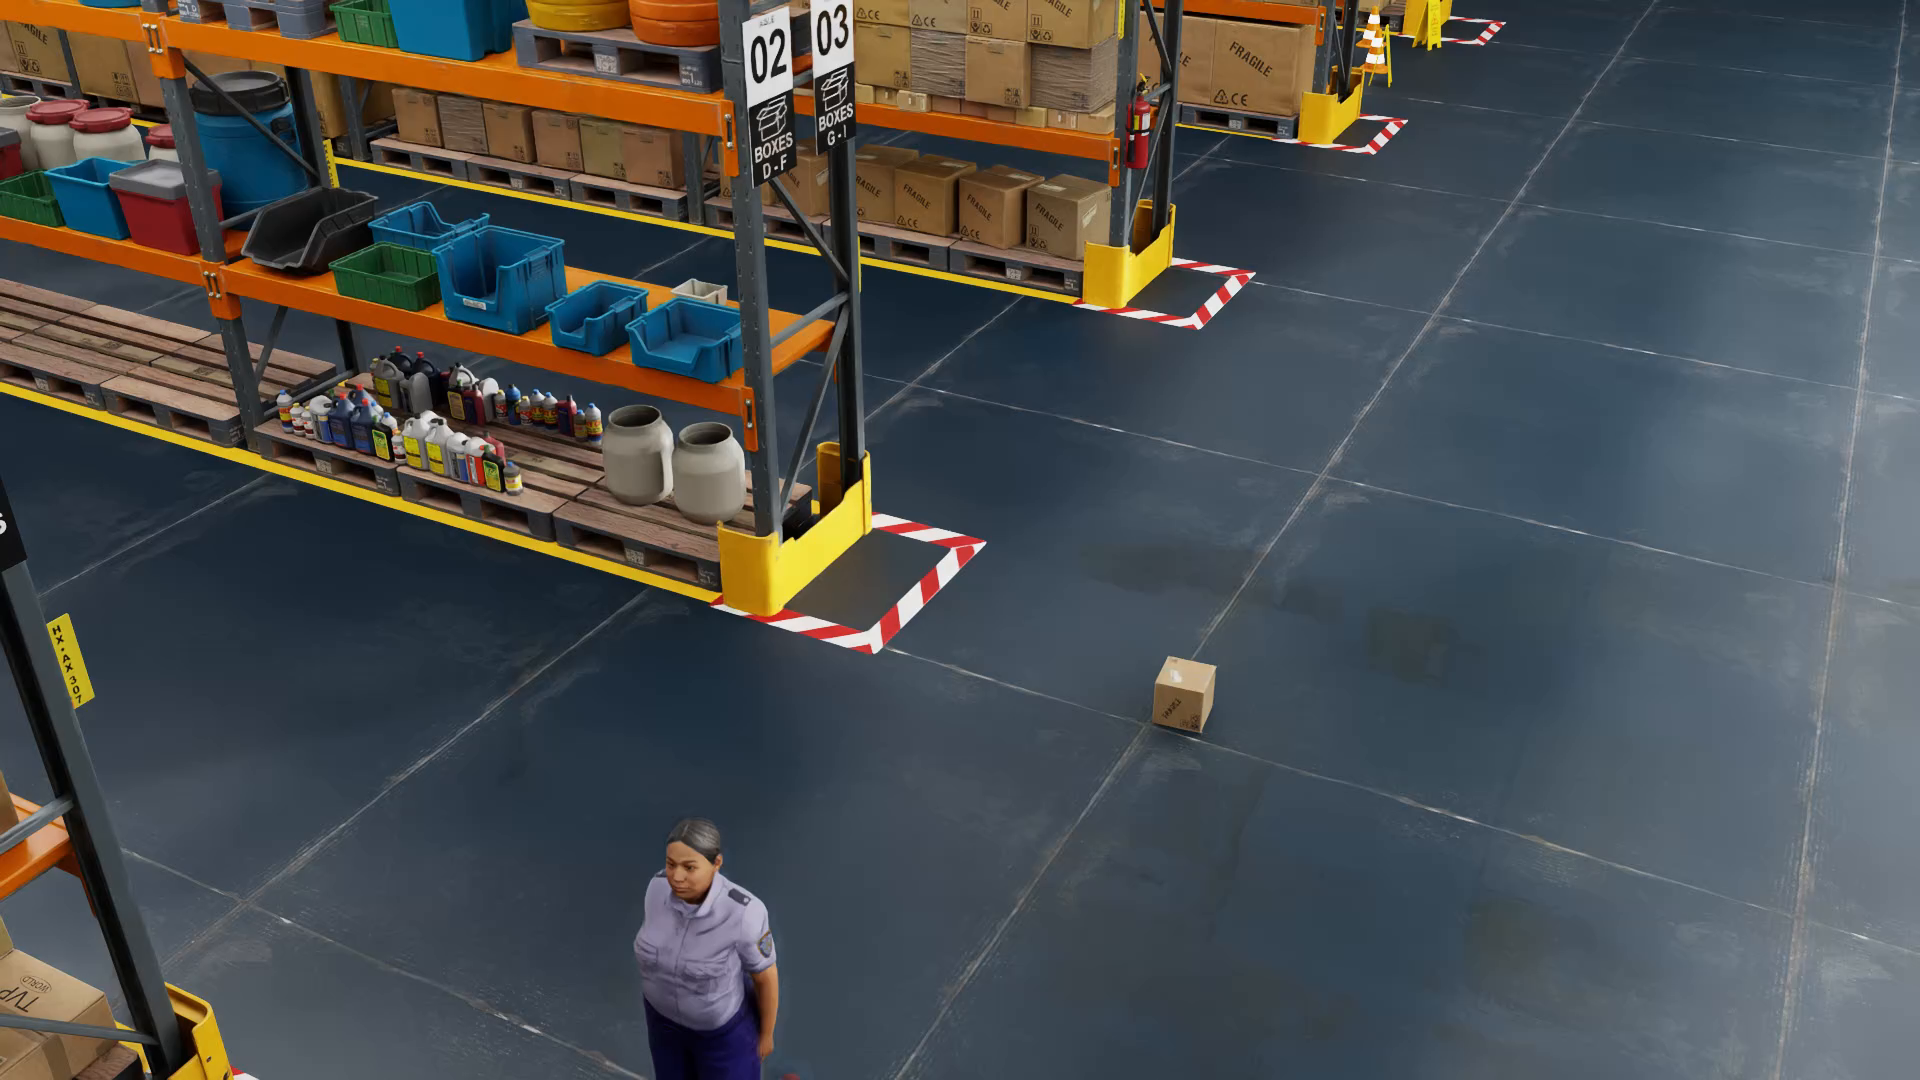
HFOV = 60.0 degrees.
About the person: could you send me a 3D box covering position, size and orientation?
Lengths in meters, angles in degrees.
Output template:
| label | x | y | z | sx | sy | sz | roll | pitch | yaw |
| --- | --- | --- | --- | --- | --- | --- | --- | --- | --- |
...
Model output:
| label | x | y | z | sx | sy | sz | roll | pitch | yaw |
| --- | --- | --- | --- | --- | --- | --- | --- | --- | --- |
| person | -0.813 | 1.584 | 5.552 | 0.478 | 1.615 | 0.577 | 15 | 33 | 23 |
